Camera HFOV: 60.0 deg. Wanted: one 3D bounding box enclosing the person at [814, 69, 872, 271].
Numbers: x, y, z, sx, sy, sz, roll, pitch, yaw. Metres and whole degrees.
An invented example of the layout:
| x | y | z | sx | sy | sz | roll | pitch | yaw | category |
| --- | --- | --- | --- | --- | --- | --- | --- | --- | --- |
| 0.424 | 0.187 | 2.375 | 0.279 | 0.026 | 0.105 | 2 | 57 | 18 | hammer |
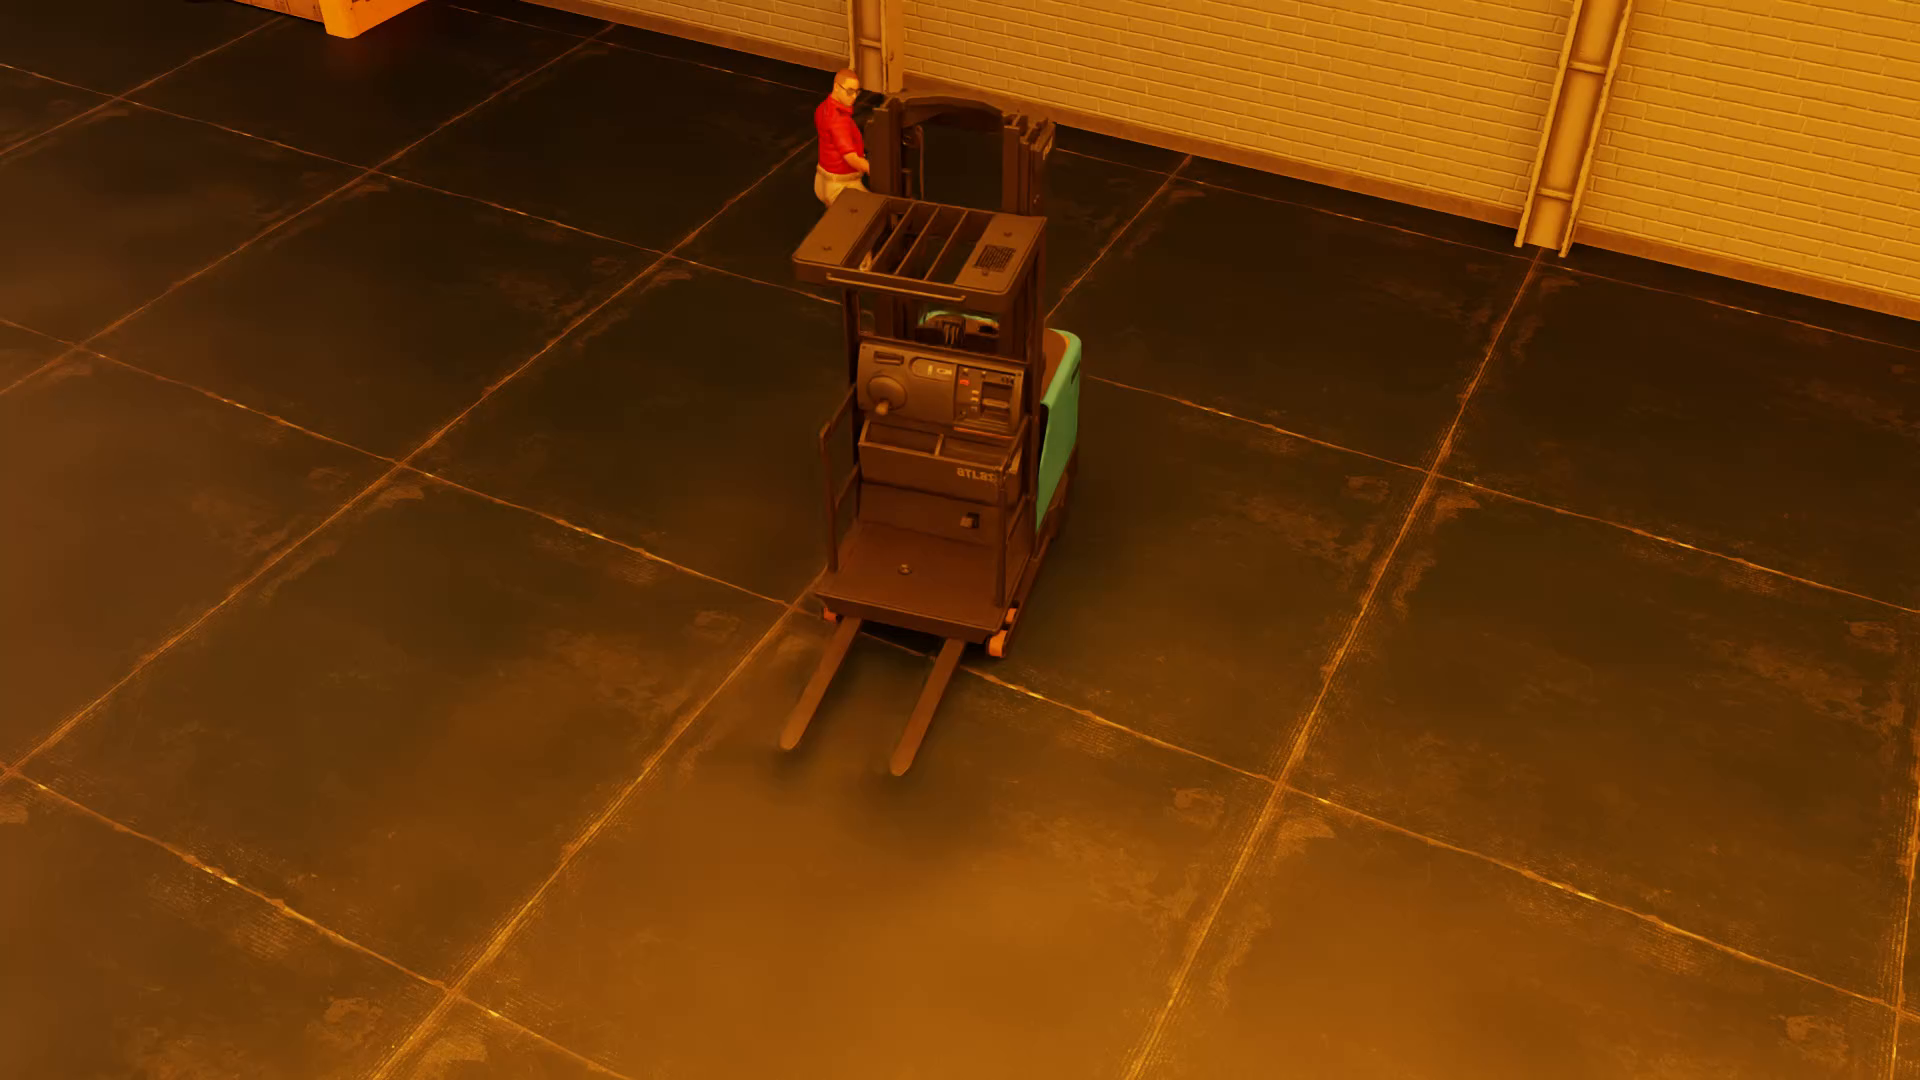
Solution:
| x | y | z | sx | sy | sz | roll | pitch | yaw | category |
| --- | --- | --- | --- | --- | --- | --- | --- | --- | --- |
| -0.802 | -2.617 | 12.094 | 0.544 | 1.679 | 0.771 | -20 | 44 | -22 | person |

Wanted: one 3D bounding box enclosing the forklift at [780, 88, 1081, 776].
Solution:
| x | y | z | sx | sy | sz | roll | pitch | yaw | category |
| --- | --- | --- | --- | --- | --- | --- | --- | --- | --- |
| -0.171 | -0.741 | 8.867 | 1.130 | 2.935 | 3.031 | 11 | 41 | 13 | forklift |
